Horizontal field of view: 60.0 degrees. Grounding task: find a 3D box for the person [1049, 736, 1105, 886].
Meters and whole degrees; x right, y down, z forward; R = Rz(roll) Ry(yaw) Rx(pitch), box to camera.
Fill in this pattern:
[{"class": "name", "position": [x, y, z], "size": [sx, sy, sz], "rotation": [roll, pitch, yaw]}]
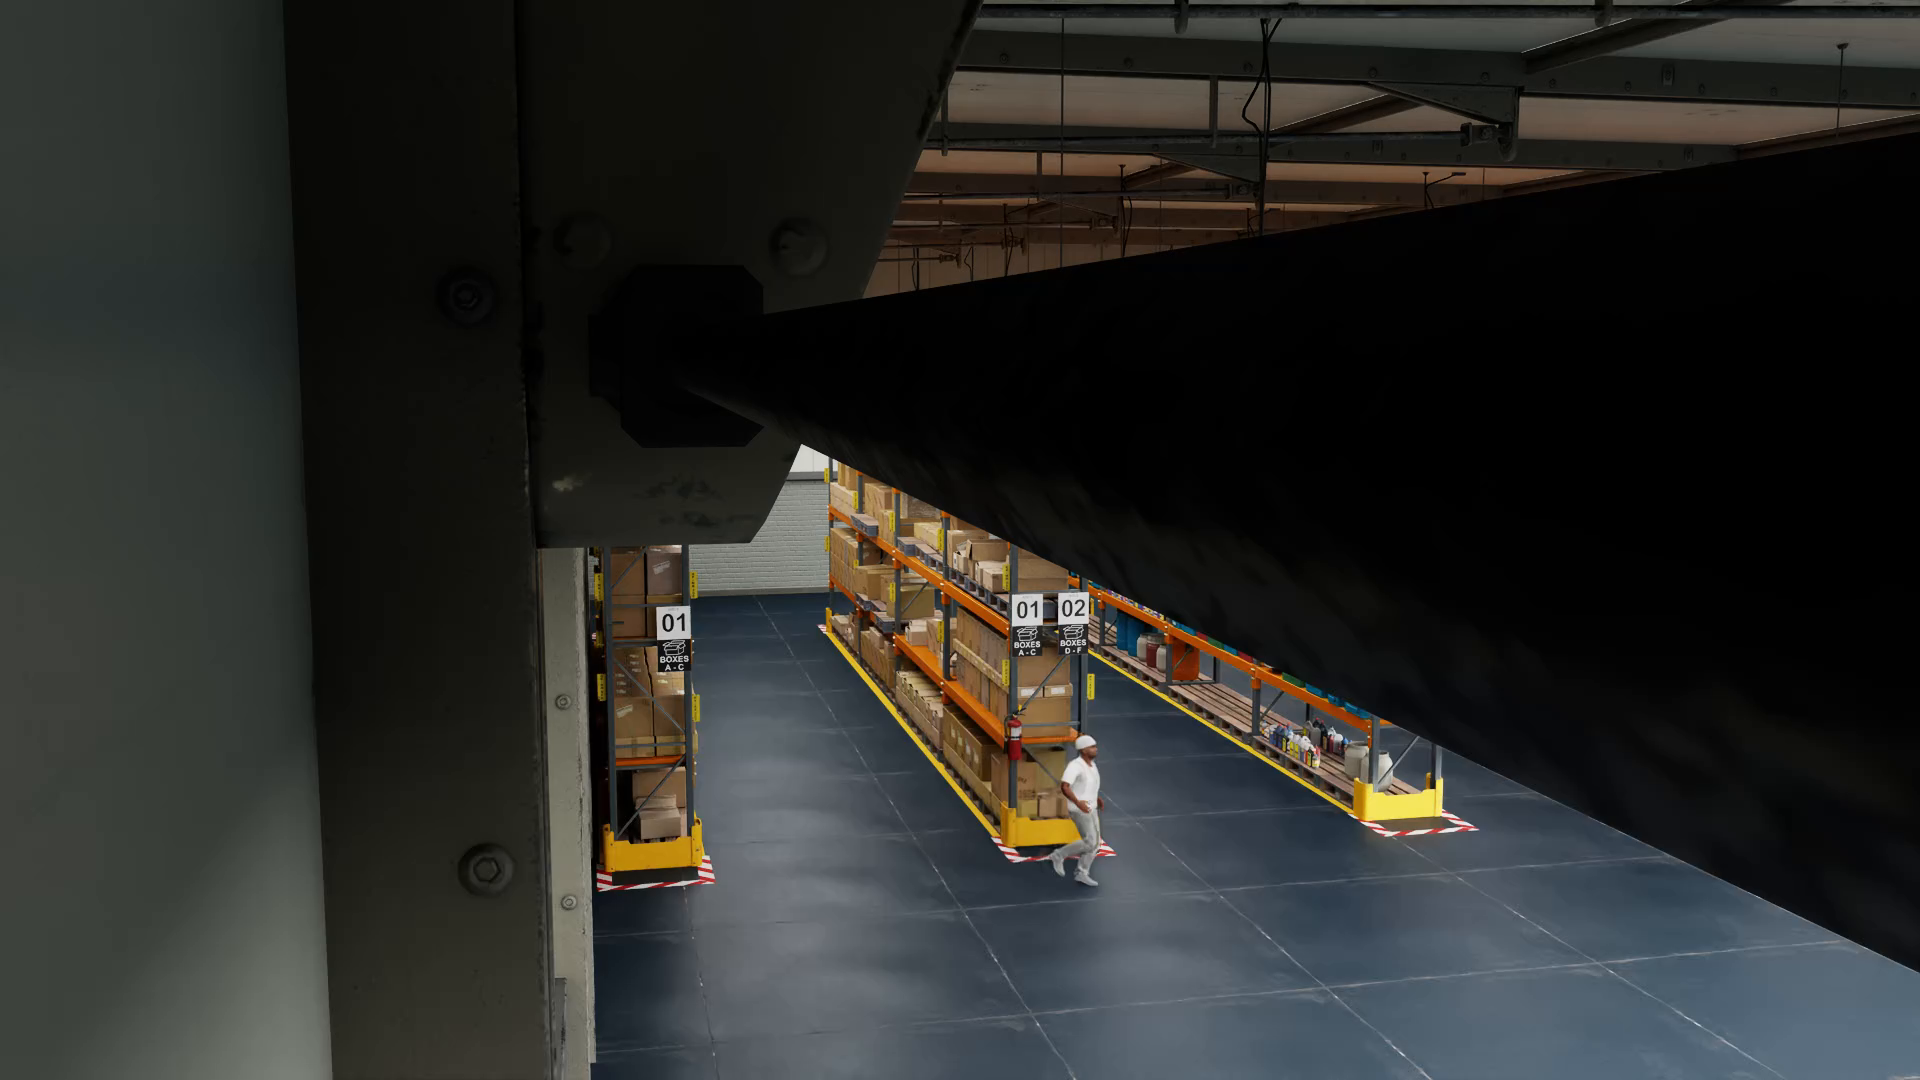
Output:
[{"class": "person", "position": [1.413, 3.168, 19.631], "size": [0.586, 1.744, 0.719], "rotation": [3, 7, 23]}]
